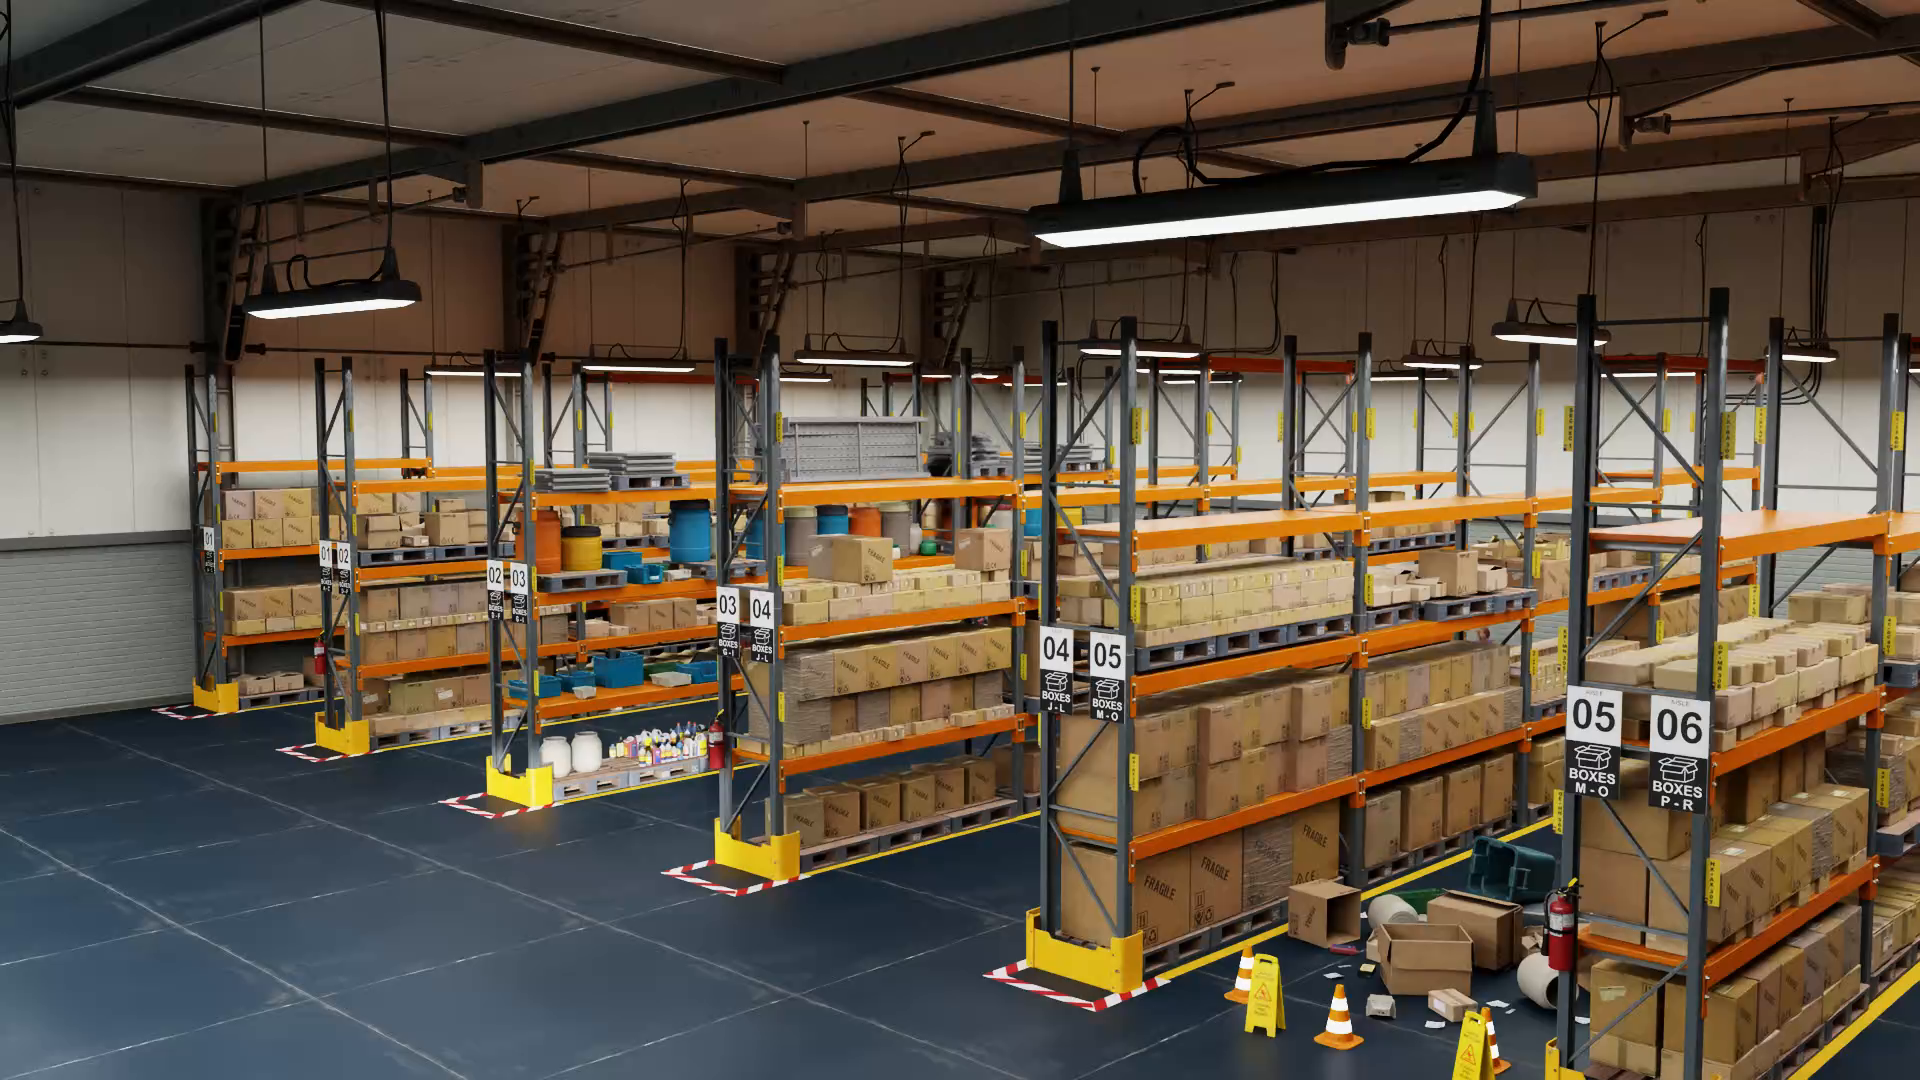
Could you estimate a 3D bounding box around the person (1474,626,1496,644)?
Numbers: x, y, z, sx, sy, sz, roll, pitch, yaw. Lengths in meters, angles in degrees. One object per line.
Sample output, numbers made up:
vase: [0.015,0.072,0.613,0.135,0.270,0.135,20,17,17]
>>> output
person: [8.773,2.226,27.890,0.511,1.570,0.636,4,6,39]
